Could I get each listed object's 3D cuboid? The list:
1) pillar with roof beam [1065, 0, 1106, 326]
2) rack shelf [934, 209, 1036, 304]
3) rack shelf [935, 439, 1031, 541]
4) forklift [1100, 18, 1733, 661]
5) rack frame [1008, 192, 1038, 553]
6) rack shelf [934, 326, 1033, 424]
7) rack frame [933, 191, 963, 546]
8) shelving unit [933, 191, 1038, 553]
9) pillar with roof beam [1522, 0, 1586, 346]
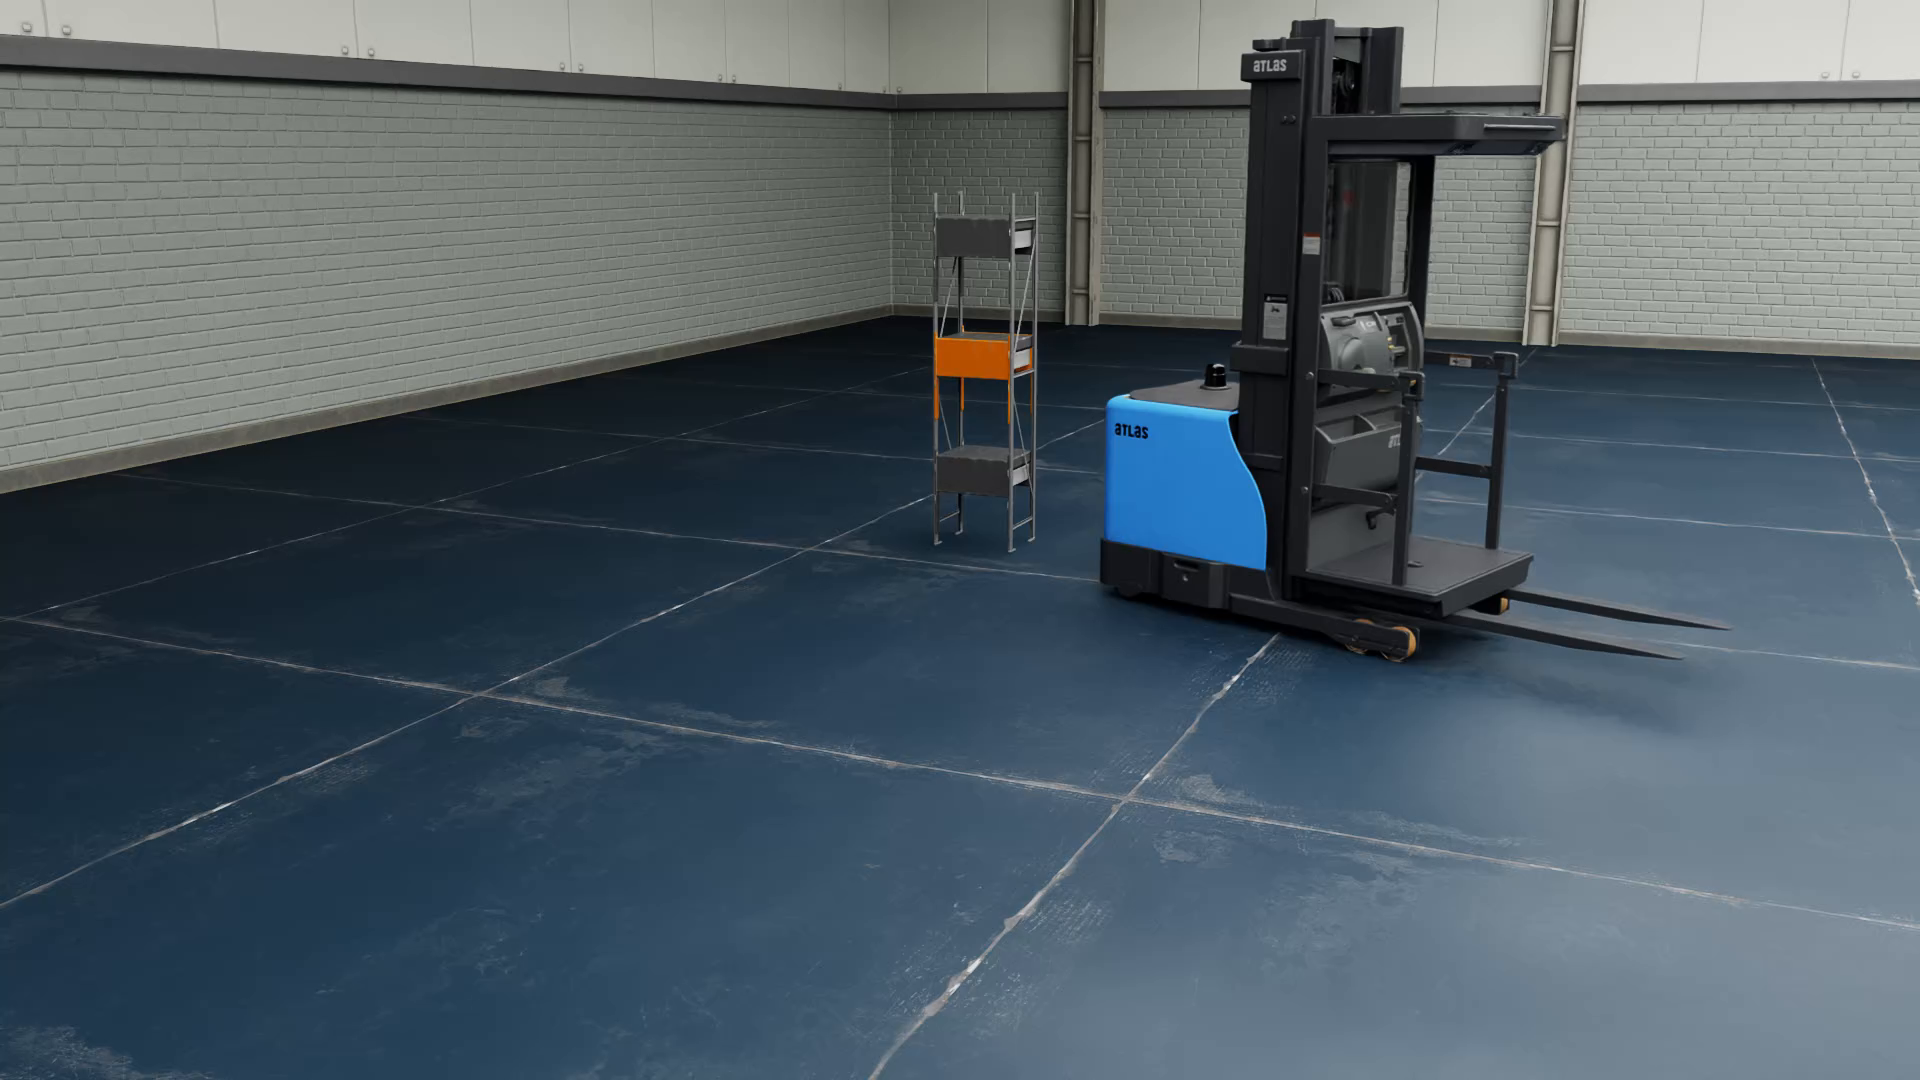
[{"bbox_3d":[-0.059,-6.456,18.070,0.400,9.000,9.100,6,14,23],"label":"pillar with roof beam"},{"bbox_3d":[0.151,-1.675,9.793,0.480,0.518,0.431,6,14,23],"label":"rack shelf"},{"bbox_3d":[0.151,-0.312,10.113,0.480,0.518,0.431,6,14,23],"label":"rack shelf"},{"bbox_3d":[2.188,-0.990,8.059,3.031,2.935,1.130,12,18,41],"label":"forklift"},{"bbox_3d":[0.374,-0.984,9.853,0.015,2.100,0.400,6,14,23],"label":"rack frame"},{"bbox_3d":[0.151,-0.994,9.953,0.480,0.518,0.431,6,14,23],"label":"rack shelf"},{"bbox_3d":[-0.072,-1.029,10.046,0.015,2.100,0.400,6,14,23],"label":"rack frame"},{"bbox_3d":[0.151,-1.007,9.950,0.503,2.100,0.431,6,14,23],"label":"shelving unit"},{"bbox_3d":[5.427,-5.901,15.704,0.400,9.000,9.100,6,14,23],"label":"pillar with roof beam"}]
